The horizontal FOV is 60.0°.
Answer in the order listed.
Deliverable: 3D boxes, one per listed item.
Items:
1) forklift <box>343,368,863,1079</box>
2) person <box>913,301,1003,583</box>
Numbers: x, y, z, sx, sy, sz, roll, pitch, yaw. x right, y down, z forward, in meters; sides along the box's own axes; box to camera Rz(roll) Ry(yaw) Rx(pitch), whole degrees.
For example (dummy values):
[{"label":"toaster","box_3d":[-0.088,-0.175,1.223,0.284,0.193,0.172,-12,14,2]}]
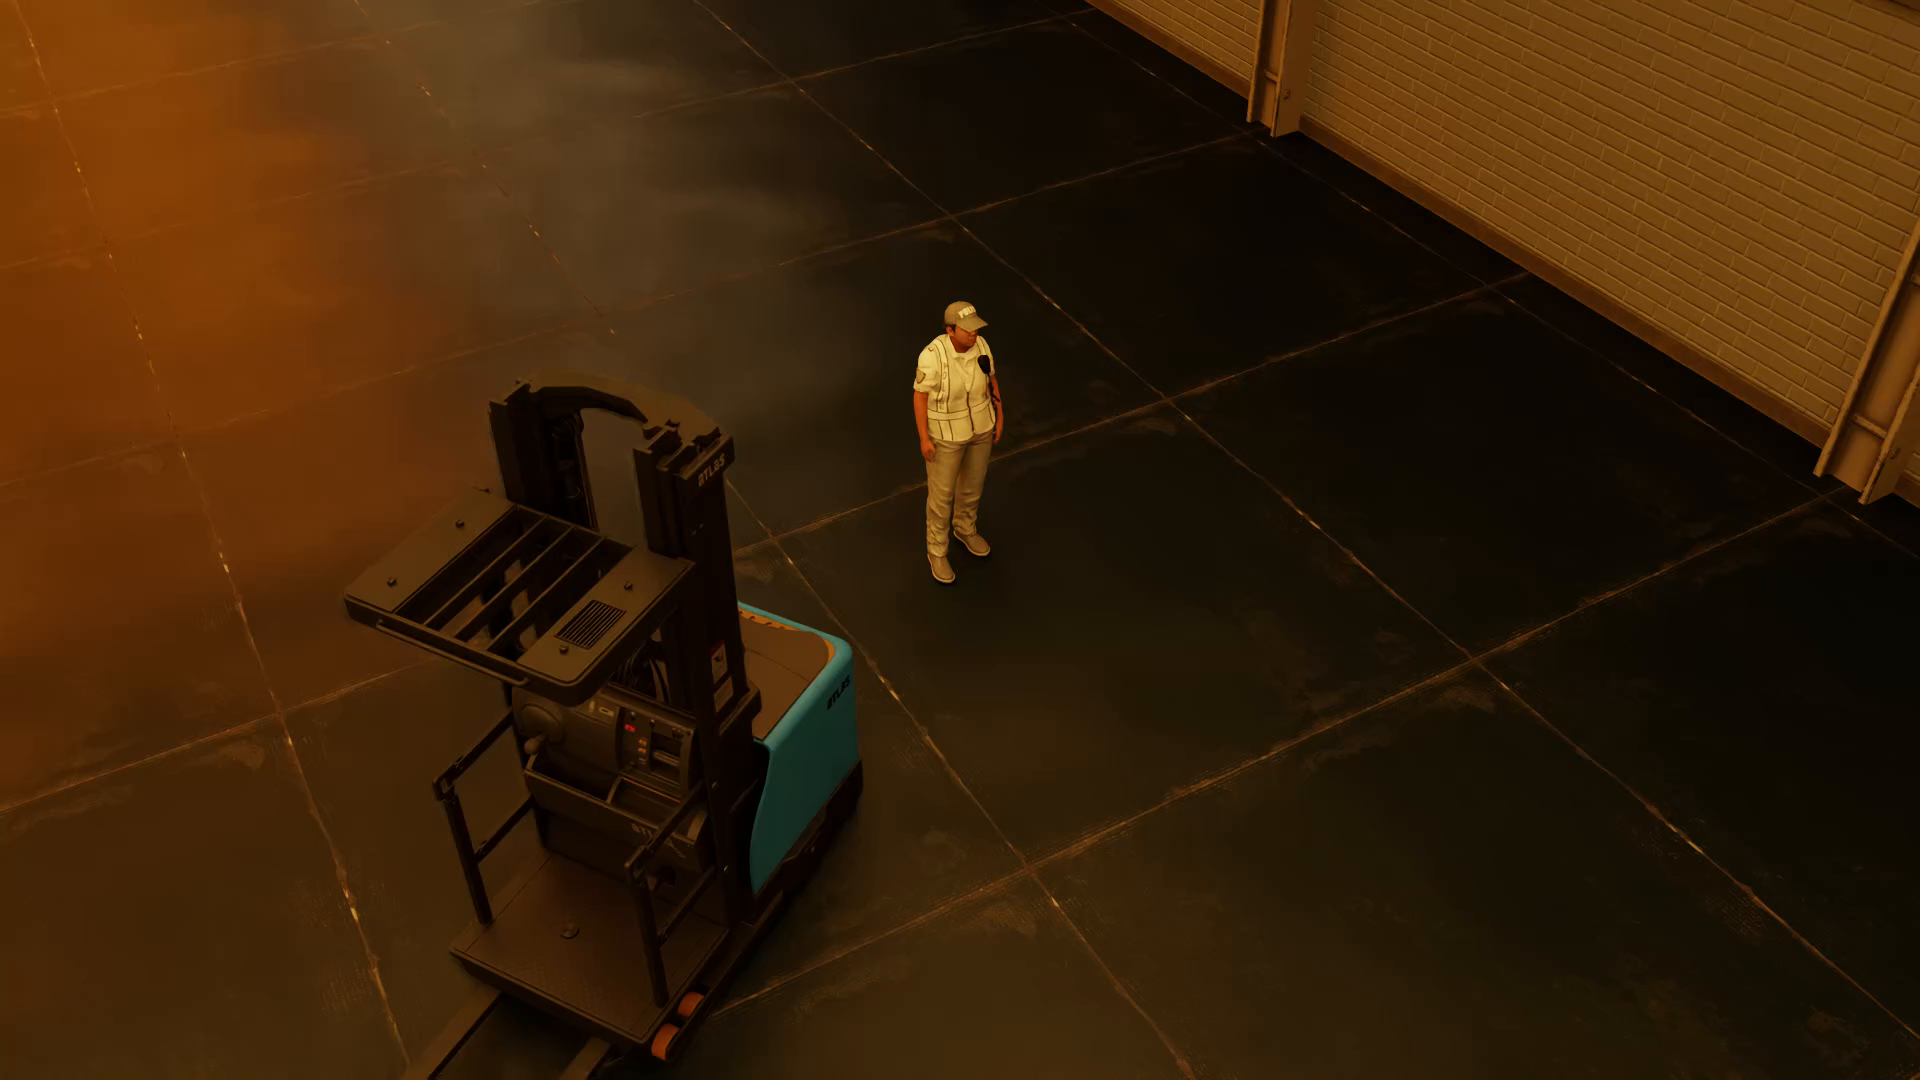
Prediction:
[{"label":"forklift","box_3d":[-1.626,0.890,6.963,1.130,2.935,3.031,18,43,21]},{"label":"person","box_3d":[0.019,-0.598,9.736,0.599,1.670,0.529,-20,44,-23]}]
